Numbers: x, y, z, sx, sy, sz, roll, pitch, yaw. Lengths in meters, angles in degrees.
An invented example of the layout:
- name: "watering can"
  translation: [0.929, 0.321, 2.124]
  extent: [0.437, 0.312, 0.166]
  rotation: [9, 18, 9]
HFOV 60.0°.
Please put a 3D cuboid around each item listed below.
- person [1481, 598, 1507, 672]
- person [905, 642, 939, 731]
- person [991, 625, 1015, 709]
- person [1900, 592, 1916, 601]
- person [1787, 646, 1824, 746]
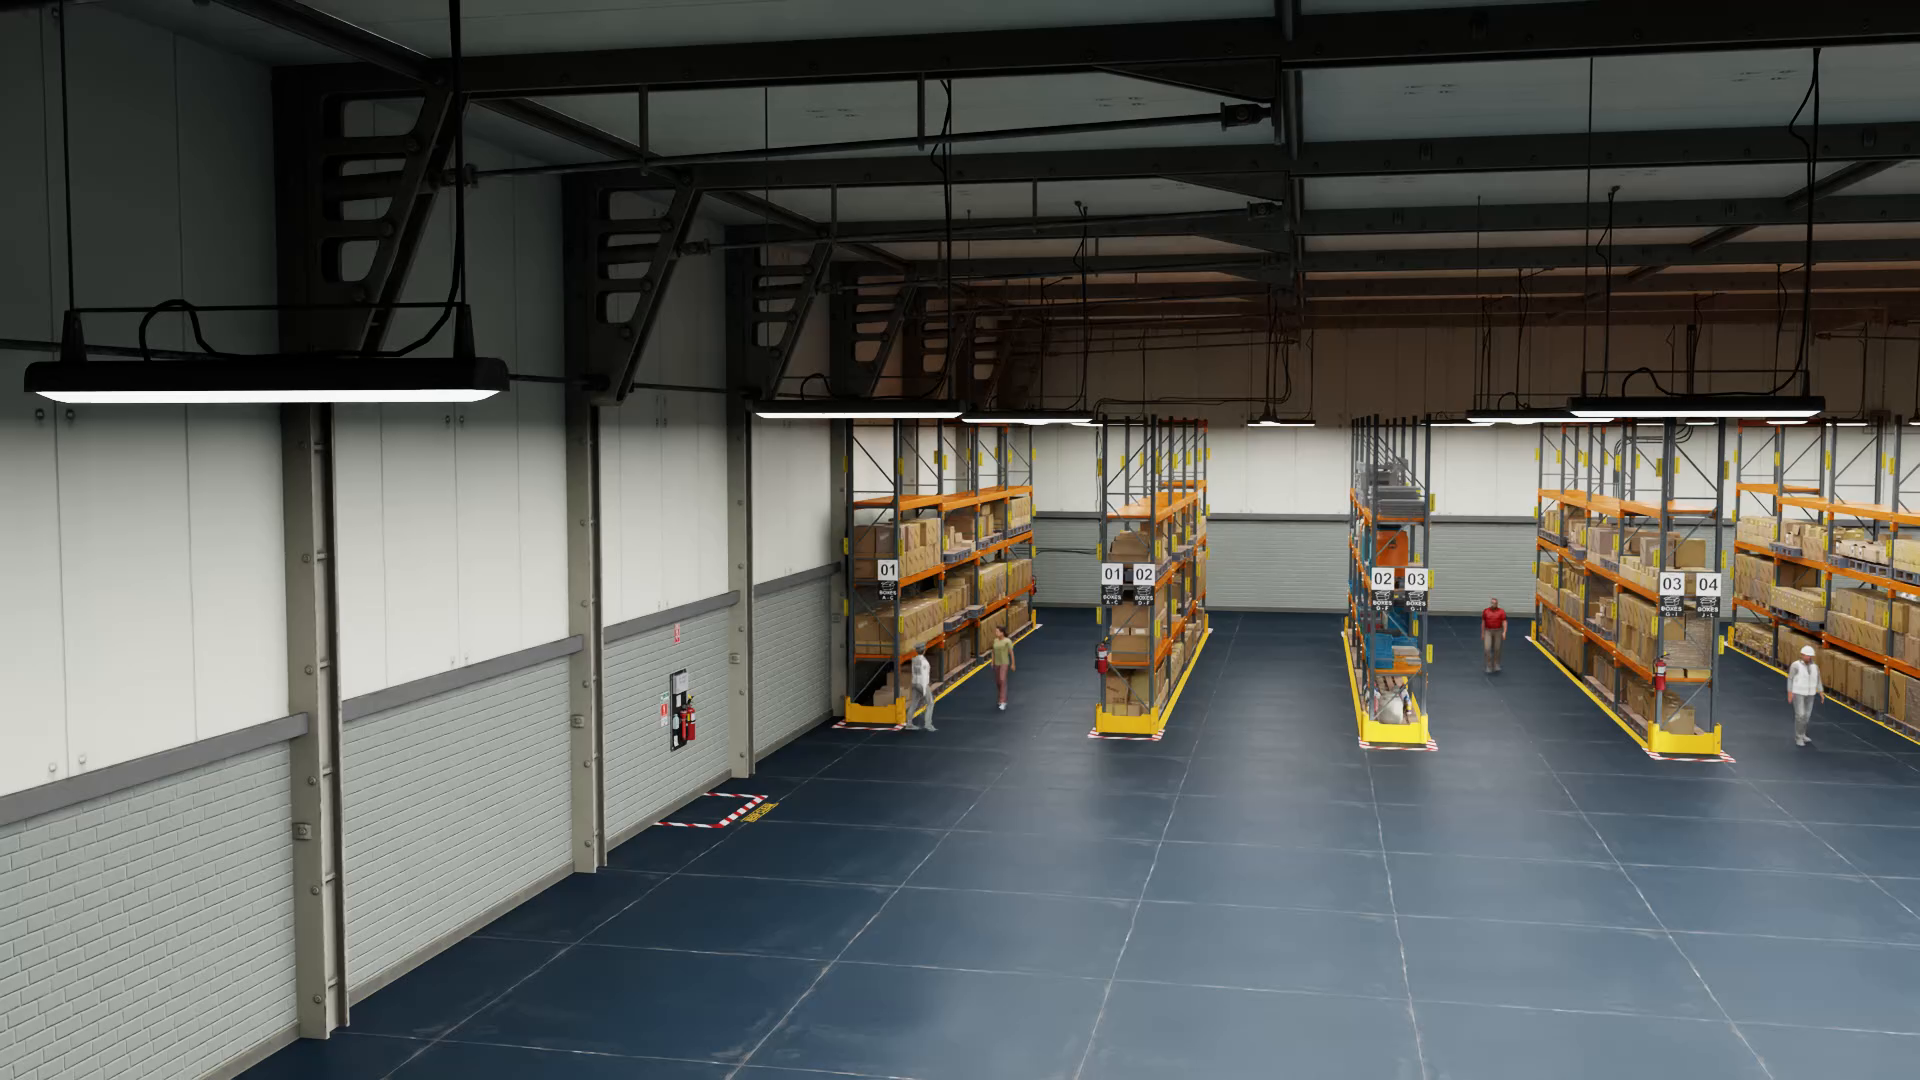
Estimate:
- name: "person"
  translation: [12.648, 2.268, 39.374]
  extent: [0.582, 1.796, 0.533]
  rotation: [1, 4, 21]
- name: "person"
  translation: [-0.774, 2.802, 31.625]
  extent: [0.568, 1.706, 0.550]
  rotation: [-2, 4, -32]
- name: "person"
  translation: [0.825, 2.602, 34.322]
  extent: [0.560, 1.673, 0.649]
  rotation: [3, 5, 39]
- name: "person"
  translation: [25.644, 1.898, 44.910]
  extent: [0.934, 1.642, 0.491]
  rotation: [0, 4, 6]
- name: "person"
  translation: [15.396, 2.838, 30.320]
  extent: [0.587, 1.838, 0.505]
  rotation: [0, 4, -7]
